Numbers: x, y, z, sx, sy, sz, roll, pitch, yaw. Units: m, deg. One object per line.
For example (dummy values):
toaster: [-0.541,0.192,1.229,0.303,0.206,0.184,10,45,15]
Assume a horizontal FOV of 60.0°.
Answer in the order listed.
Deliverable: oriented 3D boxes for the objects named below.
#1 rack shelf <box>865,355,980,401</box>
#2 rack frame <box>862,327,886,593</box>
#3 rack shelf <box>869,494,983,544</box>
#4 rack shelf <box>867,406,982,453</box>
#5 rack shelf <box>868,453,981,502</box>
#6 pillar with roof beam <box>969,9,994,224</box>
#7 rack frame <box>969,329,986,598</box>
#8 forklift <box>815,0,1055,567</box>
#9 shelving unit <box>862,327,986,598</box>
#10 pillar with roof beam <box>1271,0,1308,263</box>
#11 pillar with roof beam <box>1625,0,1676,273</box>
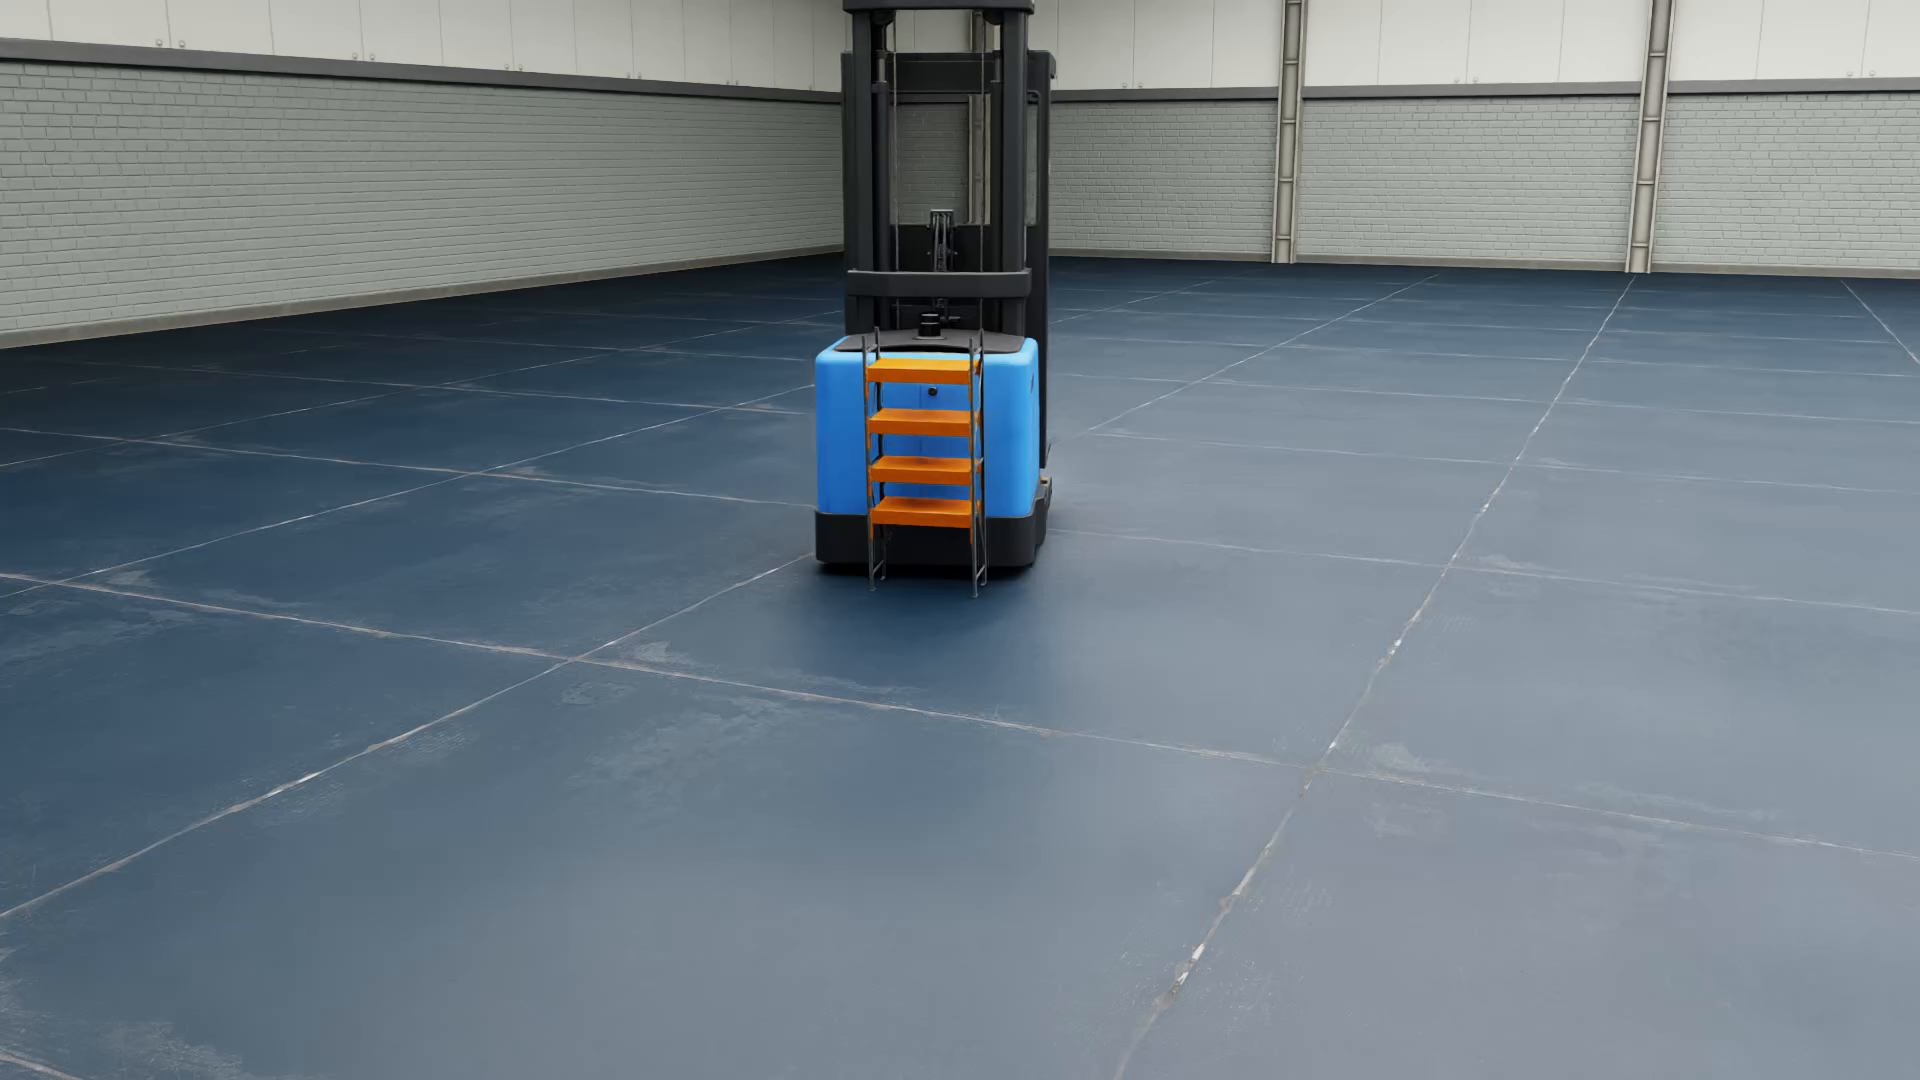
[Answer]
rack shelf: [-0.161,-0.730,7.488,0.480,0.148,0.258,3,17,12]
rack frame: [-0.394,-0.365,7.652,0.015,1.200,0.240,3,17,12]
rack shelf: [-0.152,-0.099,7.677,0.480,0.148,0.258,3,17,12]
rack shelf: [-0.158,-0.503,7.556,0.480,0.148,0.258,3,17,12]
rack shelf: [-0.155,-0.289,7.620,0.480,0.148,0.258,3,17,12]
pillar with roof beam: [-1.330,-9.092,27.804,0.400,9.000,9.100,6,14,23]
rack frame: [0.082,-0.341,7.549,0.015,1.200,0.240,3,17,12]
forklift: [-0.051,-1.583,9.084,1.130,2.935,3.031,1,13,5]
shelving unit: [-0.156,-0.353,7.600,0.503,1.200,0.258,3,17,12]
pillar with roof beam: [4.156,-8.537,25.438,0.400,9.000,9.100,6,14,23]
pillar with roof beam: [9.642,-7.982,23.072,0.400,9.000,9.100,6,14,23]
